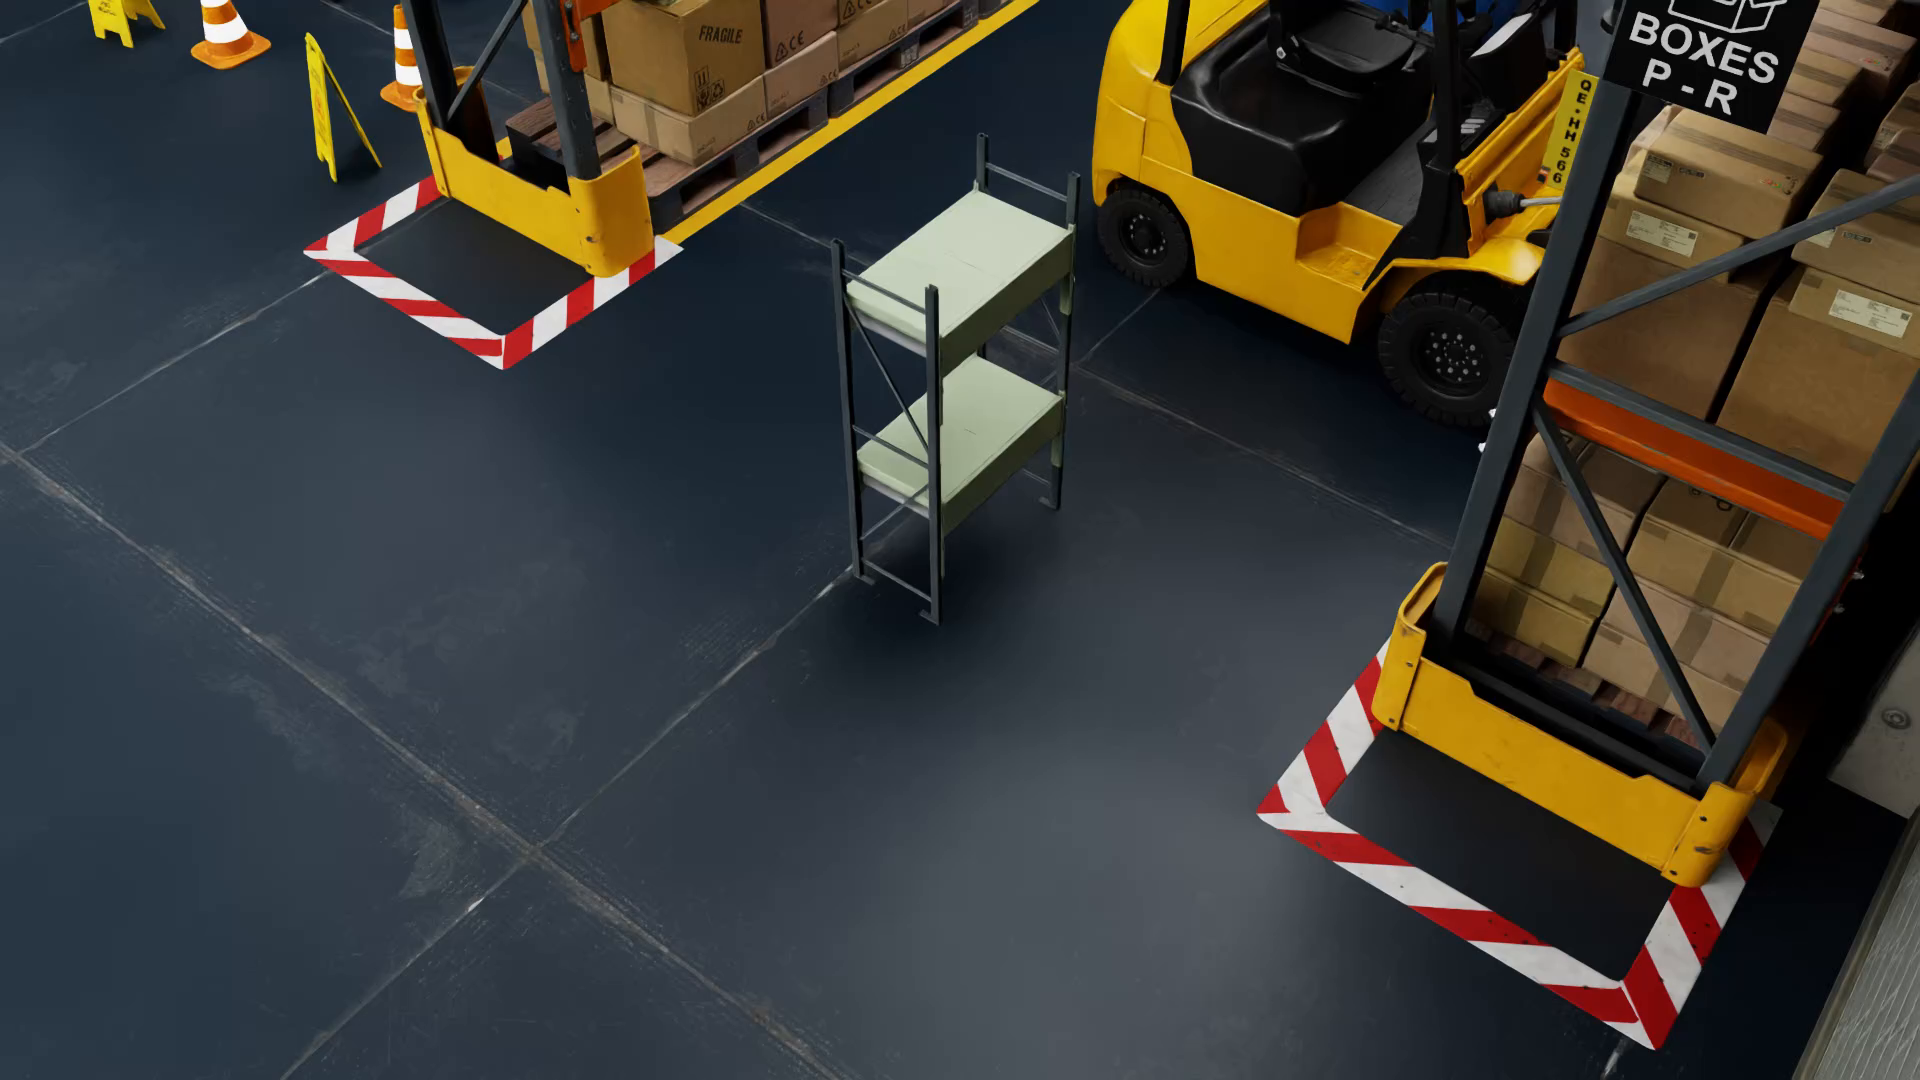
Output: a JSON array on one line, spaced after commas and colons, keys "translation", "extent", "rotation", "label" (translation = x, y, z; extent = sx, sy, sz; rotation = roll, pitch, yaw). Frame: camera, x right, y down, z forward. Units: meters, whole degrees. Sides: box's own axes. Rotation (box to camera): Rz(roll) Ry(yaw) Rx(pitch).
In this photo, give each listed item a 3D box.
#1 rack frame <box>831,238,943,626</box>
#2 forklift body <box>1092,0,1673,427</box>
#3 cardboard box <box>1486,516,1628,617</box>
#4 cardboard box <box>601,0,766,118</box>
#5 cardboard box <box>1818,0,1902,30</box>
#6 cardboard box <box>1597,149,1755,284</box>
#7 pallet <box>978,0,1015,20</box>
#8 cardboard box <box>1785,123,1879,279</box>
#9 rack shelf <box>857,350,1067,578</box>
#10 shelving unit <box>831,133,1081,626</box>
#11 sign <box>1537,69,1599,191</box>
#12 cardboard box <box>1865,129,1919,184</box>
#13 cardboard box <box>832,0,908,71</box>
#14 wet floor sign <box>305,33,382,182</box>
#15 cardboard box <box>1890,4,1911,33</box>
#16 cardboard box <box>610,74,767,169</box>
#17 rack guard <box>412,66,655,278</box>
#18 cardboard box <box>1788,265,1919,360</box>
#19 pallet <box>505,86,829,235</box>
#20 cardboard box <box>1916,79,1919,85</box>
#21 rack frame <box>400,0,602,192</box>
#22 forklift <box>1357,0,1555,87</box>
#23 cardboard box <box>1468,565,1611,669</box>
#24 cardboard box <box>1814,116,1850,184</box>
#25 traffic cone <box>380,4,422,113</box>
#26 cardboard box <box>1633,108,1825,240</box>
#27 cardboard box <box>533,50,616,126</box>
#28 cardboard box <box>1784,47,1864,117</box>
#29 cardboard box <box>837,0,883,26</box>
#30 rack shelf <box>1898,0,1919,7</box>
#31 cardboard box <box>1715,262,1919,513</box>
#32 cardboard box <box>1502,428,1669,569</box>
[{"translation": [-0.228, -0.305, 5.504], "extent": [0.400, 1.500, 0.023], "rotation": [29, 53, 25], "label": "rack frame"}, {"translation": [1.679, -1.896, 6.573], "extent": [2.313, 2.155, 1.214], "rotation": [29, 53, 25], "label": "forklift body"}, {"translation": [2.014, -0.082, 5.519], "extent": [0.500, 0.250, 0.500], "rotation": [29, 53, 25], "label": "cardboard box"}, {"translation": [-1.241, -2.297, 7.462], "extent": [0.500, 0.500, 0.500], "rotation": [28, 52, 24], "label": "cardboard box"}, {"translation": [2.563, -1.581, 4.962], "extent": [0.380, 0.149, 0.250], "rotation": [30, 53, 26], "label": "cardboard box"}, {"translation": [1.954, -0.878, 4.497], "extent": [0.380, 0.149, 0.250], "rotation": [30, 53, 25], "label": "cardboard box"}, {"translation": [0.096, -3.415, 9.366], "extent": [1.003, 0.211, 1.213], "rotation": [29, 53, 25], "label": "pallet"}, {"translation": [2.381, -1.022, 5.083], "extent": [0.500, 0.500, 0.500], "rotation": [31, 54, 26], "label": "cardboard box"}, {"translation": [-0.004, -0.289, 5.940], "extent": [0.431, 0.370, 0.720], "rotation": [29, 53, 25], "label": "rack shelf"}, {"translation": [-0.004, -0.514, 5.704], "extent": [0.431, 1.500, 0.755], "rotation": [29, 53, 25], "label": "shelving unit"}, {"translation": [1.543, -1.027, 4.192], "extent": [0.100, 0.325, 0.005], "rotation": [29, 53, 25], "label": "sign"}, {"translation": [2.550, -0.881, 4.293], "extent": [0.380, 0.149, 0.250], "rotation": [31, 54, 26], "label": "cardboard box"}, {"translation": [-0.613, -2.631, 8.300], "extent": [0.500, 0.250, 0.500], "rotation": [33, 54, 27], "label": "cardboard box"}, {"translation": [-2.930, -2.041, 7.753], "extent": [0.232, 0.644, 0.267], "rotation": [-25, 51, -22], "label": "wet floor sign"}, {"translation": [2.719, -1.623, 5.208], "extent": [0.380, 0.149, 0.250], "rotation": [30, 53, 25], "label": "cardboard box"}, {"translation": [-1.255, -2.024, 7.720], "extent": [0.500, 0.250, 0.500], "rotation": [29, 53, 25], "label": "cardboard box"}, {"translation": [-1.920, -1.669, 7.499], "extent": [1.175, 0.500, 0.348], "rotation": [29, 53, 25], "label": "rack guard"}, {"translation": [2.376, -0.635, 4.265], "extent": [0.380, 0.149, 0.250], "rotation": [28, 52, 24], "label": "cardboard box"}, {"translation": [-1.396, -2.019, 8.033], "extent": [1.003, 0.211, 1.213], "rotation": [29, 53, 25], "label": "pallet"}, {"translation": [2.838, -1.183, 4.583], "extent": [0.380, 0.149, 0.250], "rotation": [29, 53, 25], "label": "cardboard box"}, {"translation": [-1.967, -2.489, 6.554], "extent": [1.000, 3.000, 0.127], "rotation": [29, 53, 25], "label": "rack frame"}, {"translation": [2.911, -4.280, 8.312], "extent": [1.130, 2.935, 3.031], "rotation": [25, 51, 22], "label": "forklift"}, {"translation": [2.001, 0.099, 5.692], "extent": [0.500, 0.250, 0.500], "rotation": [30, 53, 25], "label": "cardboard box"}, {"translation": [2.294, -1.159, 4.765], "extent": [0.380, 0.149, 0.250], "rotation": [30, 53, 26], "label": "cardboard box"}, {"translation": [-2.725, -2.429, 8.251], "extent": [0.336, 0.463, 0.334], "rotation": [29, 53, 25], "label": "traffic cone"}, {"translation": [2.016, -0.957, 4.366], "extent": [0.380, 0.149, 0.250], "rotation": [29, 53, 25], "label": "cardboard box"}, {"translation": [-1.671, -2.280, 7.965], "extent": [0.500, 0.250, 0.500], "rotation": [29, 53, 25], "label": "cardboard box"}, {"translation": [2.280, -1.273, 4.668], "extent": [0.380, 0.149, 0.250], "rotation": [30, 53, 26], "label": "cardboard box"}, {"translation": [-0.611, -2.881, 8.021], "extent": [0.500, 0.500, 0.500], "rotation": [30, 53, 26], "label": "cardboard box"}, {"translation": [3.186, -2.229, 4.728], "extent": [1.077, 0.370, 4.000], "rotation": [29, 53, 25], "label": "rack shelf"}, {"translation": [2.486, -0.492, 4.577], "extent": [0.500, 0.500, 0.500], "rotation": [31, 54, 26], "label": "cardboard box"}, {"translation": [1.998, -0.239, 5.324], "extent": [0.500, 0.250, 0.500], "rotation": [31, 54, 26], "label": "cardboard box"}]
